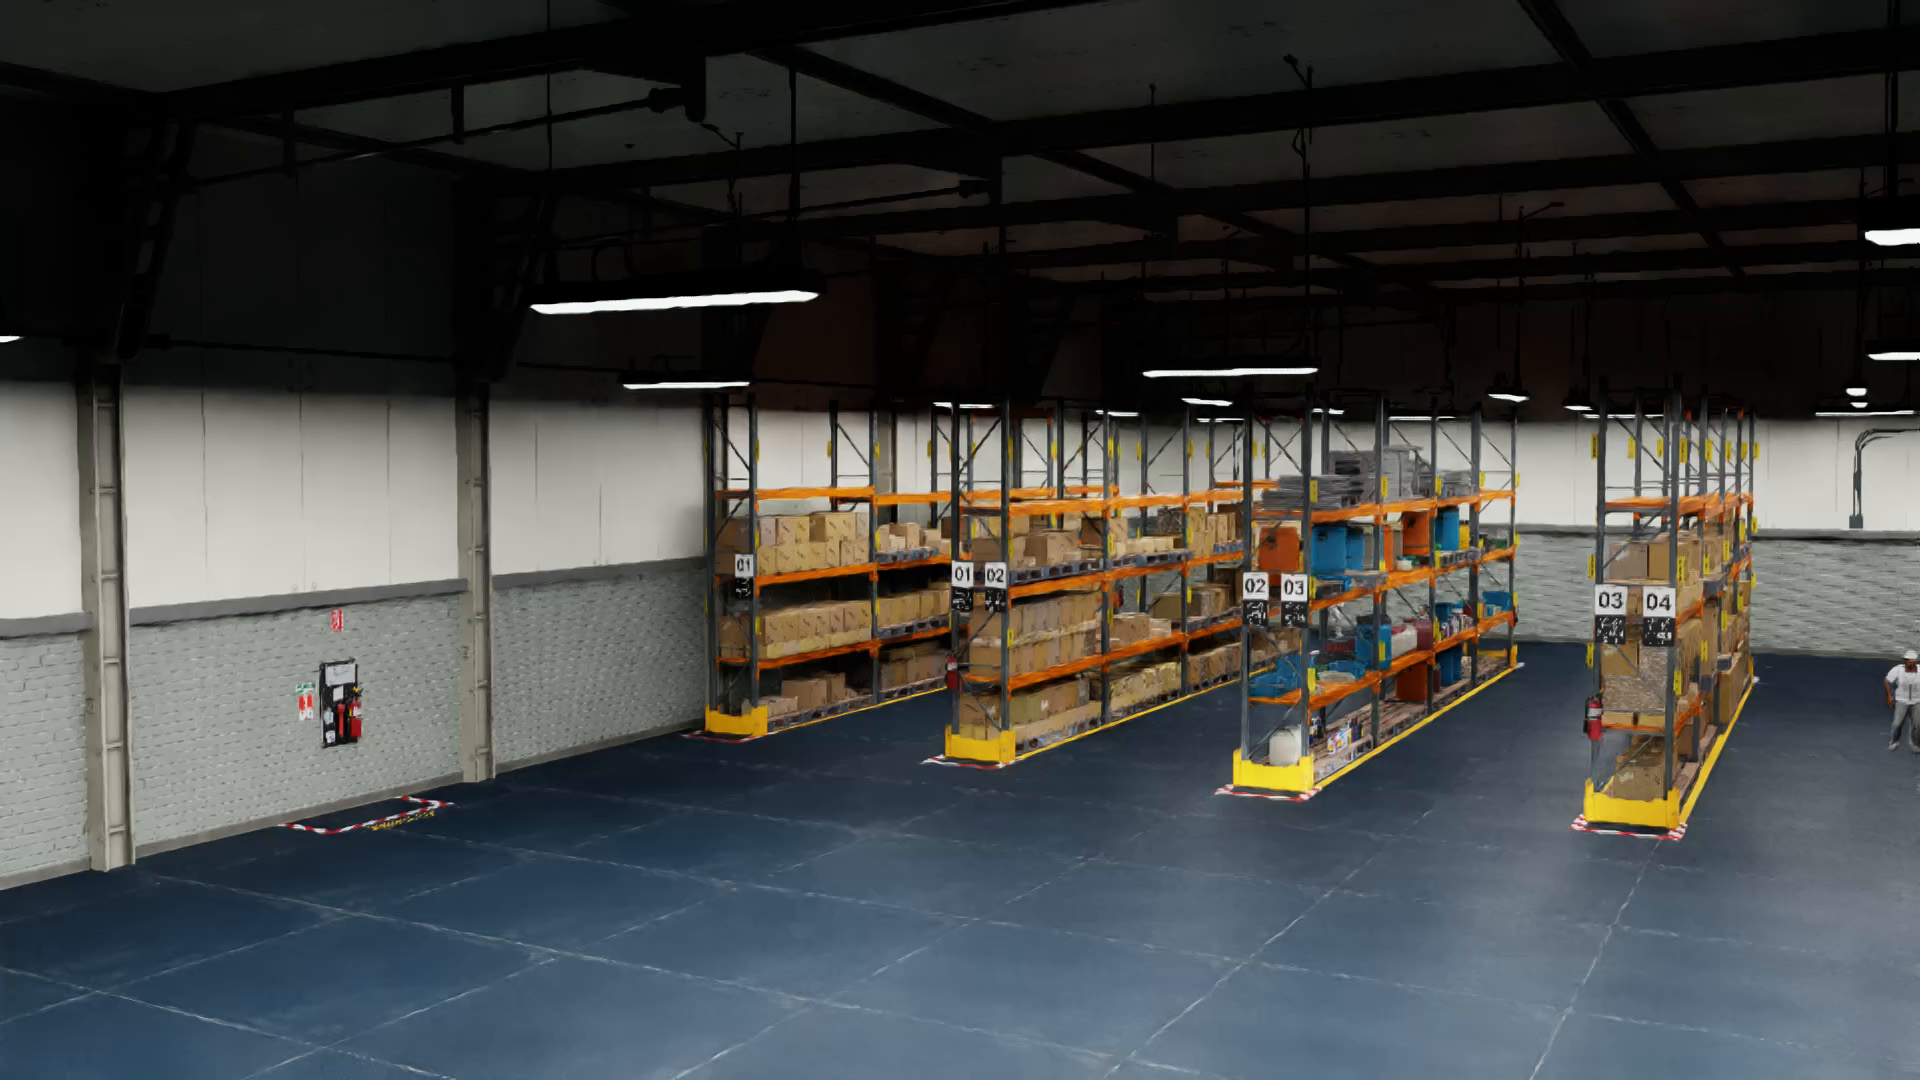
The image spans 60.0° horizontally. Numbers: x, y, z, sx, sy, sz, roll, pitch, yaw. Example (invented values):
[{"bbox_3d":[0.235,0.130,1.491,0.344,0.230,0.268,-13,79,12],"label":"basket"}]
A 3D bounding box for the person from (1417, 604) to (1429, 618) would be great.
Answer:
[{"bbox_3d":[10.181,2.206,36.543,0.903,1.631,0.523,-2,4,-33],"label":"person"}]

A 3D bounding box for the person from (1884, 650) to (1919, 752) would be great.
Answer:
[{"bbox_3d":[15.703,2.666,27.523,0.719,1.714,0.578,2,3,27],"label":"person"}]

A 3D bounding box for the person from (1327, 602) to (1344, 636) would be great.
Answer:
[{"bbox_3d":[9.913,1.737,44.440,0.701,1.719,0.849,1,3,12],"label":"person"}]
